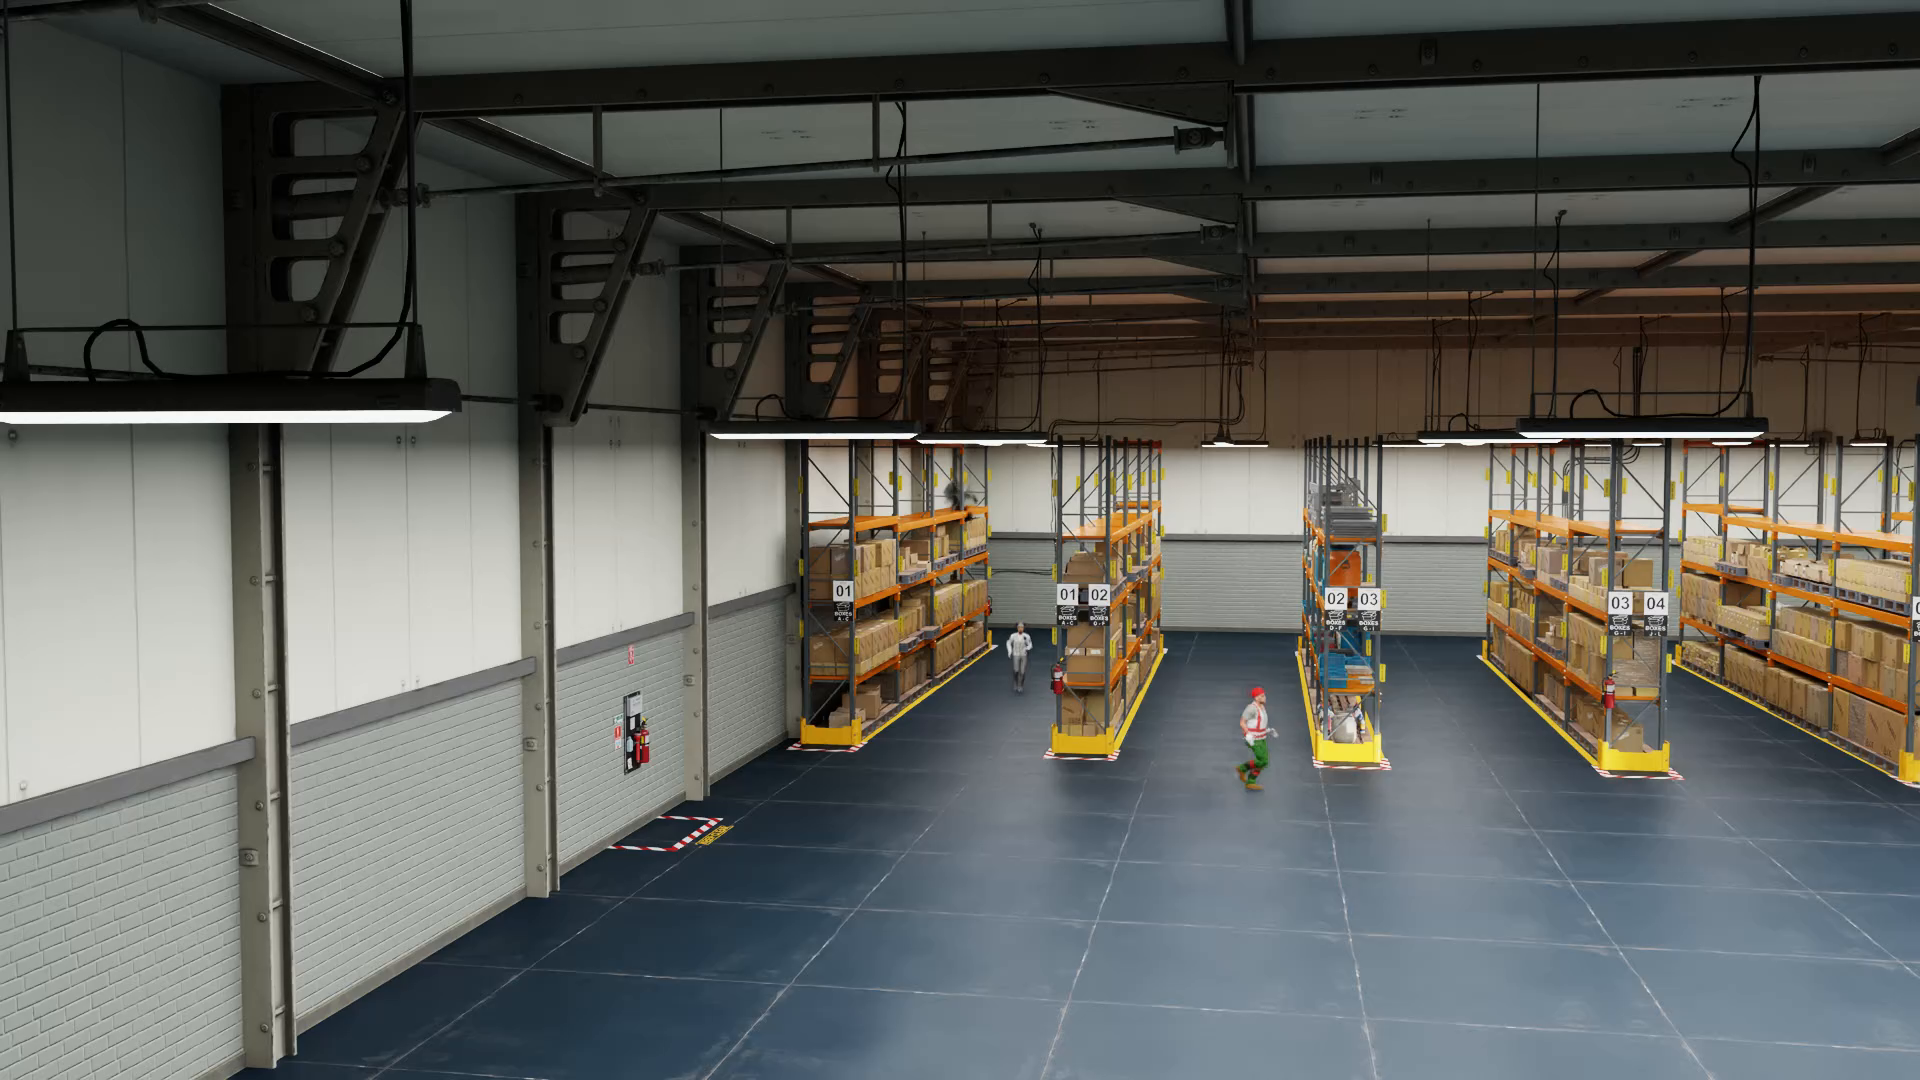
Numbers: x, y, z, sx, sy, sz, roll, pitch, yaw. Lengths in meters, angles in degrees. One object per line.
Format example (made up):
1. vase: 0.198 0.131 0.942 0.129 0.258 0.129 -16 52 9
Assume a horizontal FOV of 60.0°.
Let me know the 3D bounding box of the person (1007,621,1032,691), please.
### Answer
1. person: 1.412 2.754 39.299 0.593 1.655 0.624 0 3 -1

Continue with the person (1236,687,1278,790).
1. person: 4.997 3.342 28.001 0.635 1.731 0.659 2 4 34

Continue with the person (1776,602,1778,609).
1. person: 21.225 2.487 43.434 0.656 1.824 0.744 0 3 -2
